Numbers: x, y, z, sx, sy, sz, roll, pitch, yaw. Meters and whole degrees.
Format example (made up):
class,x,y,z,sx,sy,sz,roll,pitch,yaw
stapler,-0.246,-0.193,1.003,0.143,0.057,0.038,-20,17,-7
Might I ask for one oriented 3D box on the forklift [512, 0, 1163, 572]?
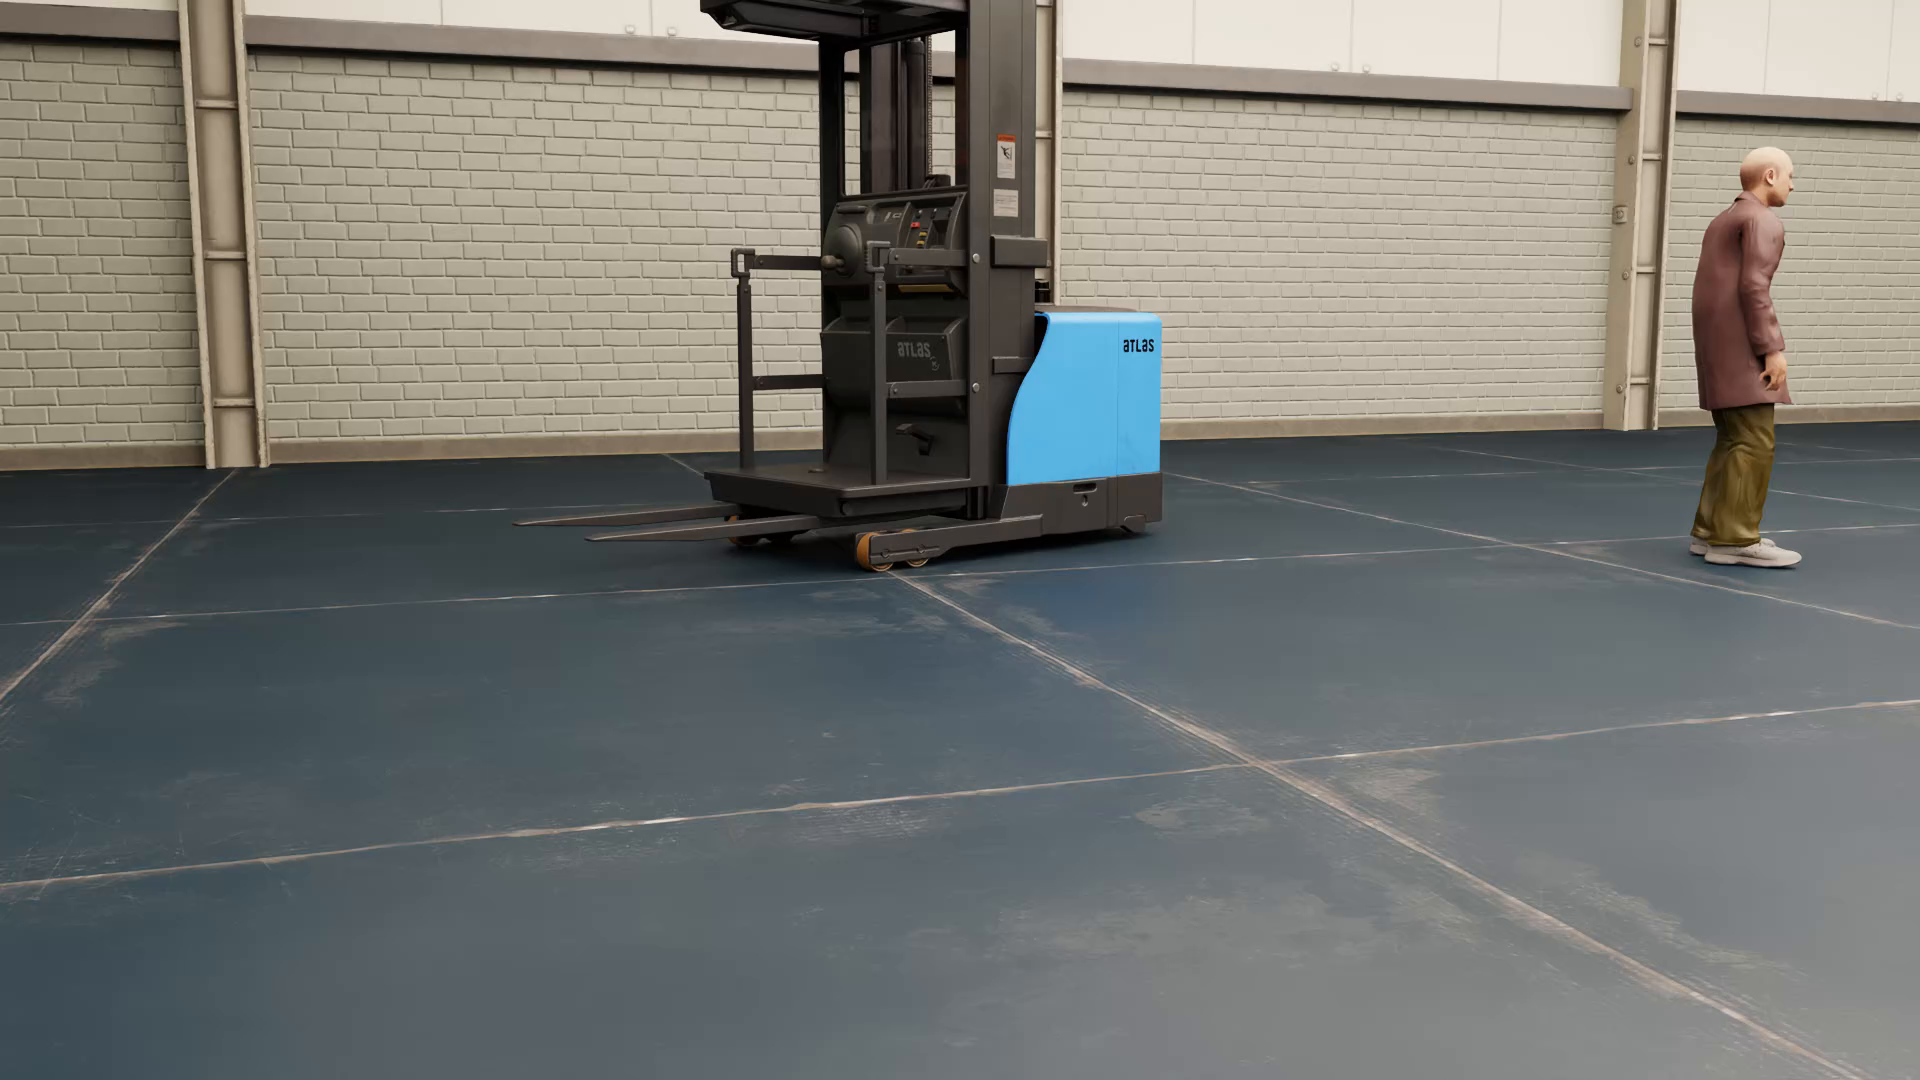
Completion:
class,x,y,z,sx,sy,sz,roll,pitch,yaw
forklift,-0.461,-1.399,7.333,3.031,2.935,1.130,-7,10,-40

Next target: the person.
class,x,y,z,sx,sy,sz,roll,pitch,yaw
person,3.404,-0.798,7.209,0.430,1.774,0.653,1,8,9
